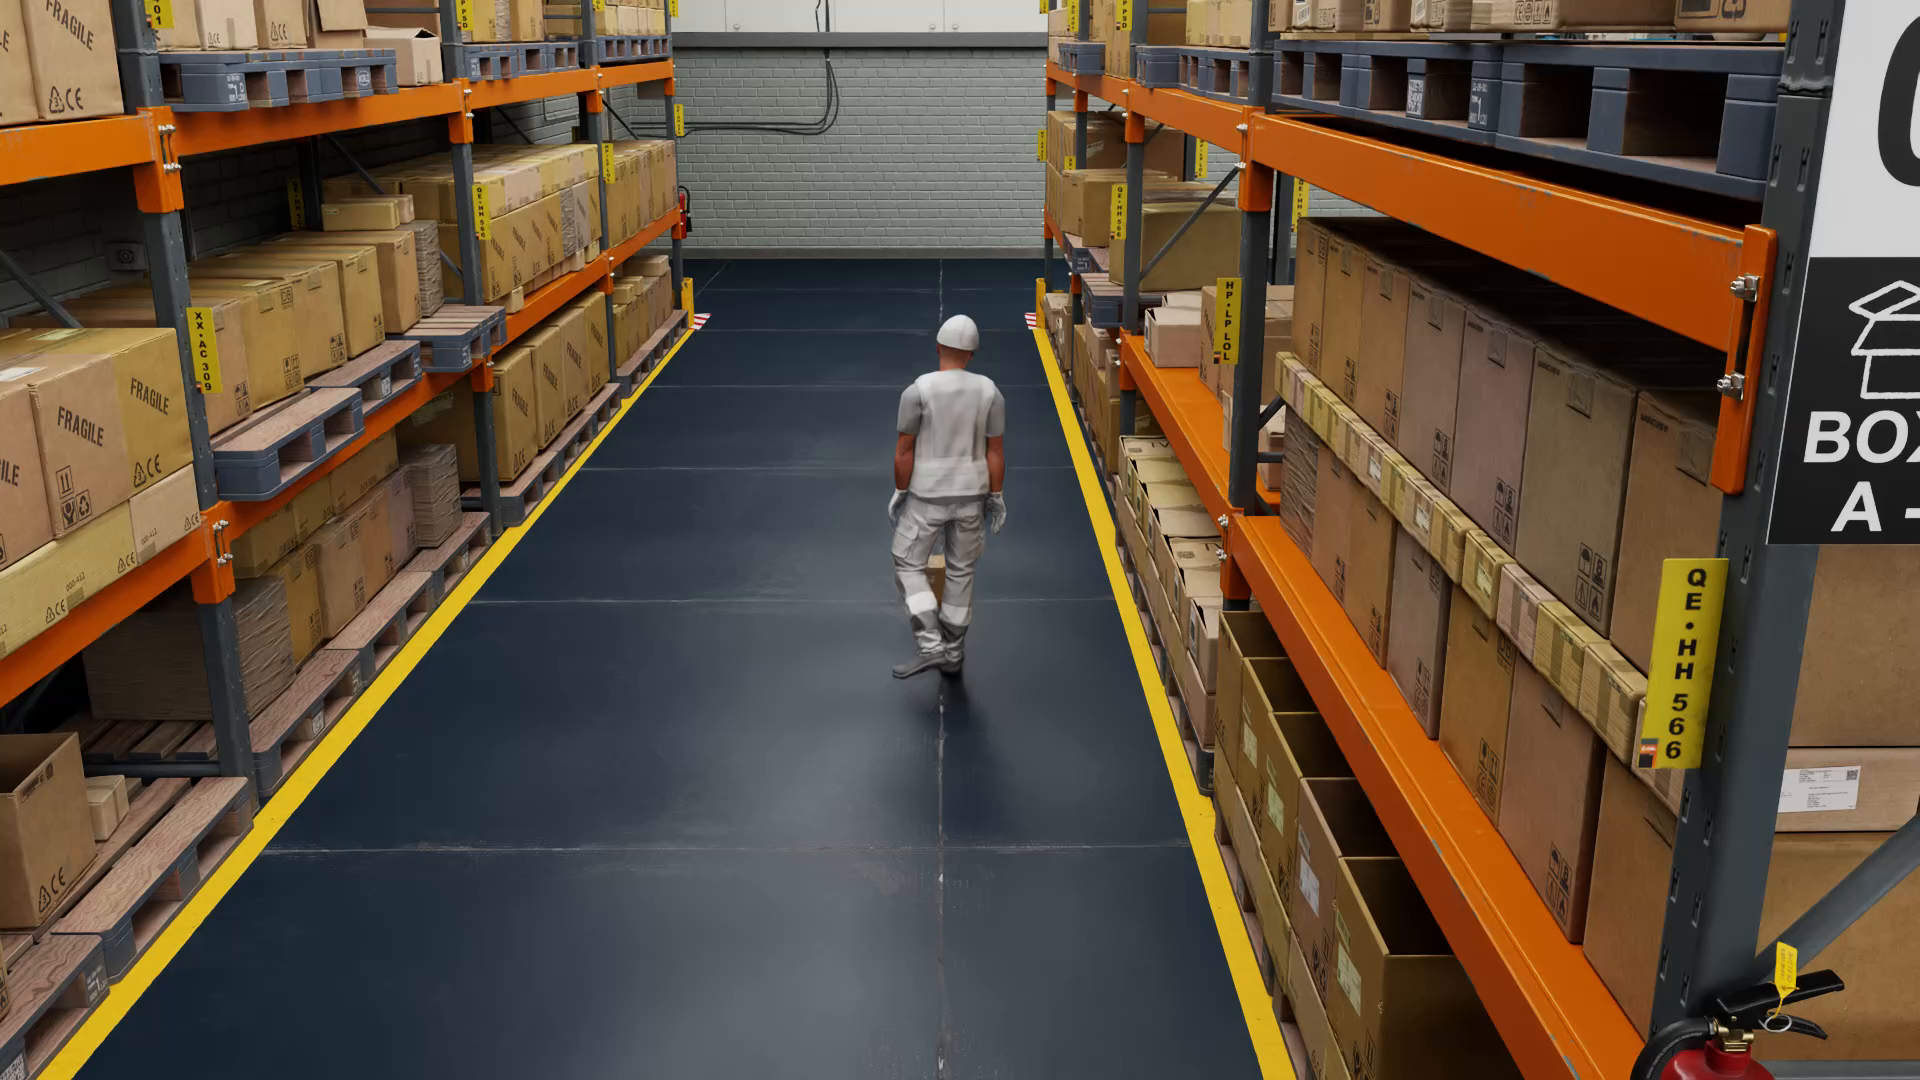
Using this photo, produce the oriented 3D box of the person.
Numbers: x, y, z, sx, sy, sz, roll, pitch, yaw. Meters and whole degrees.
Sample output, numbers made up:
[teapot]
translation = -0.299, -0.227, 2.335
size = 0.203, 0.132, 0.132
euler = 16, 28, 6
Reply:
[person]
translation = -0.061, -0.180, 8.035
size = 0.606, 1.783, 0.592
euler = -4, 17, -12
